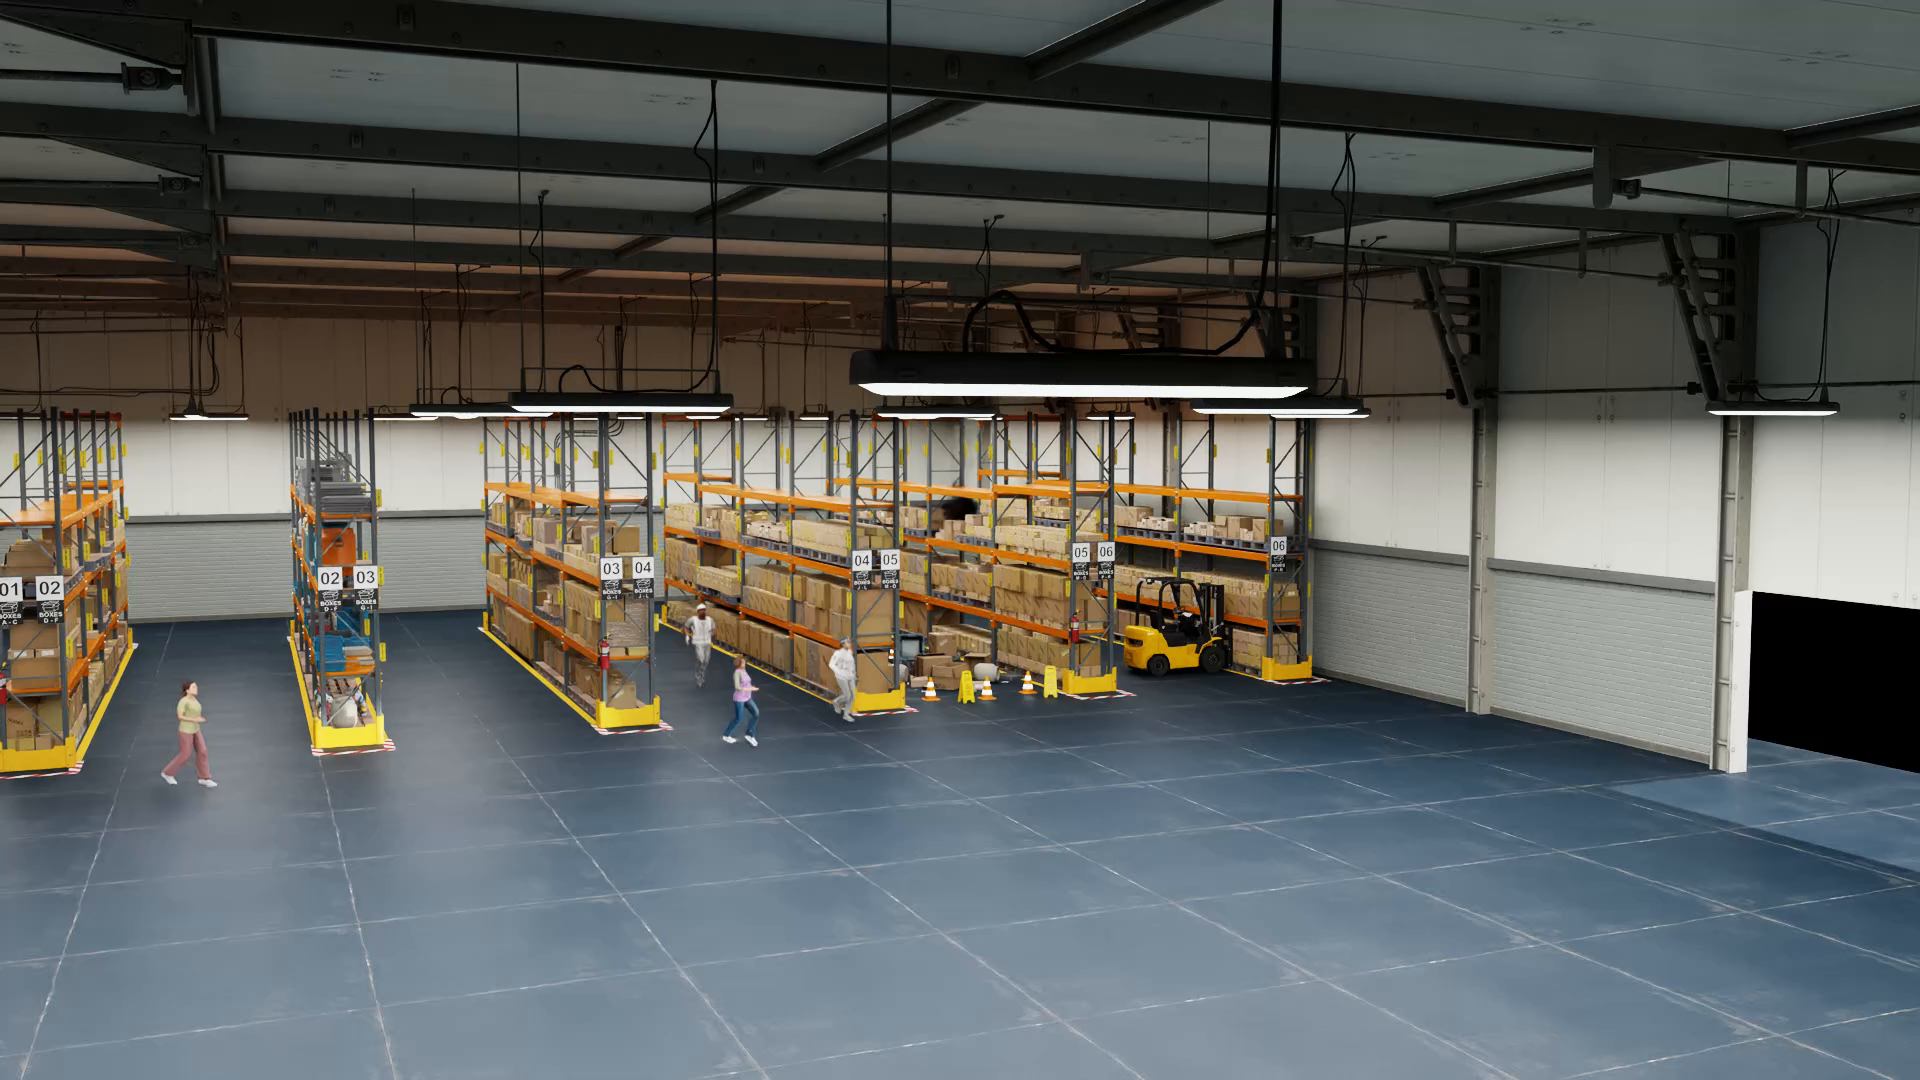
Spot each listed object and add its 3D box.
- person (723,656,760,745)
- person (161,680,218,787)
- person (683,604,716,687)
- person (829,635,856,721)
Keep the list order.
[{"bbox_3d":[-3.890,2.865,29.627,0.703,1.609,0.542,1,4,19],"label":"person"},{"bbox_3d":[-12.149,3.050,26.178,0.856,1.696,0.593,0,4,3],"label":"person"},{"bbox_3d":[-5.628,2.294,36.279,0.658,1.803,0.726,-3,5,-32],"label":"person"},{"bbox_3d":[-2.242,2.657,32.123,0.530,1.667,0.655,4,6,45],"label":"person"}]
